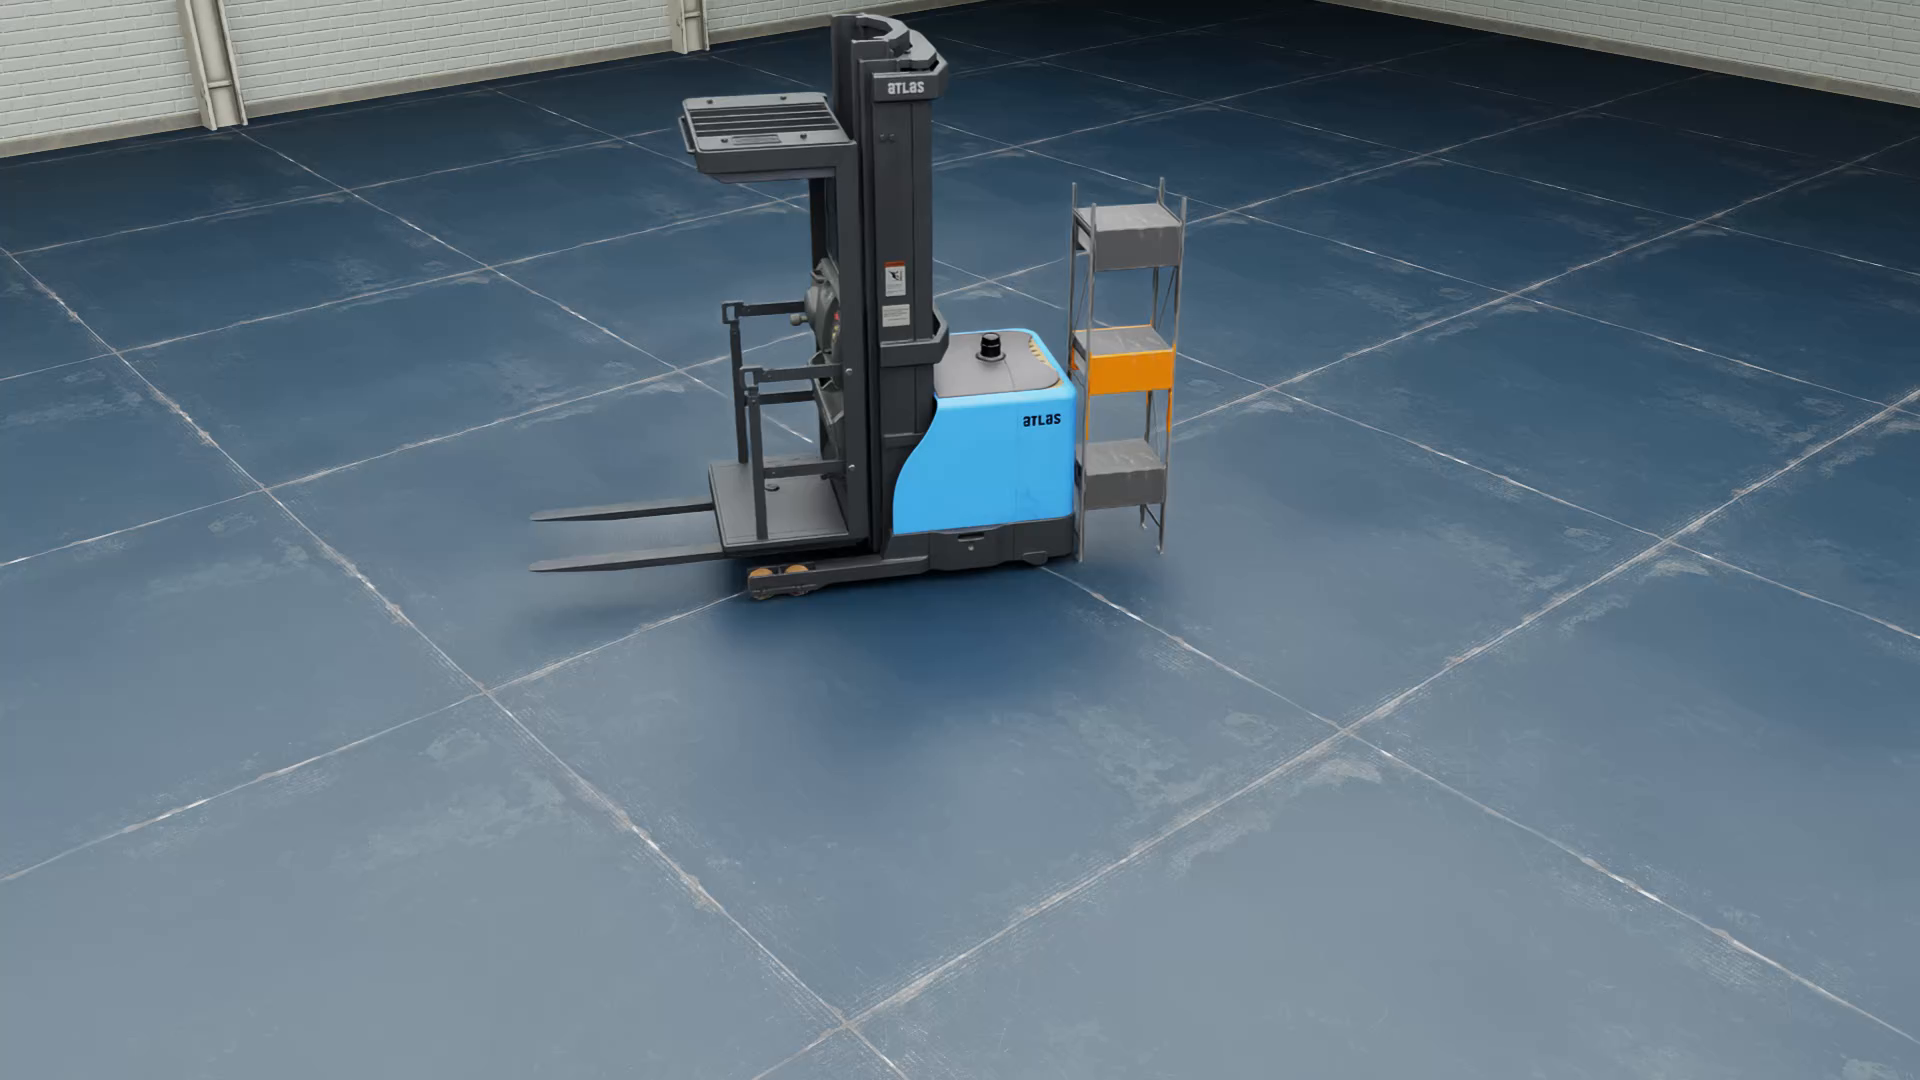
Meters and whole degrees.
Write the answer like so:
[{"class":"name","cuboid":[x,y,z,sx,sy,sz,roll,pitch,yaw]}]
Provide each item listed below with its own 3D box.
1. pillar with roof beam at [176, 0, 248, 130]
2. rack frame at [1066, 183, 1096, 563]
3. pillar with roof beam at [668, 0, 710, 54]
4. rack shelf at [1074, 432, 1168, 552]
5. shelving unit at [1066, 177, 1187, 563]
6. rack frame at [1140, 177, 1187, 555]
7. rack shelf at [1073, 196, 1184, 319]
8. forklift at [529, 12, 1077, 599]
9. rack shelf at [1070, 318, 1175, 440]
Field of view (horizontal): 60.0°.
[{"class":"pillar with roof beam","cuboid":[-5.293,-6.997,13.295,0.400,9.000,9.100,-22,35,-35]},{"class":"rack frame","cuboid":[0.648,-0.886,9.179,0.015,2.100,0.400,-6,29,-11]},{"class":"pillar with roof beam","cuboid":[-0.728,-8.832,16.729,0.400,9.000,9.100,-22,35,-35]},{"class":"rack shelf","cuboid":[0.886,-0.280,9.561,0.480,0.518,0.431,-6,29,-11]},{"class":"shelving unit","cuboid":[0.886,-0.910,9.225,0.503,2.100,0.431,-6,29,-11]},{"class":"rack frame","cuboid":[1.125,-0.934,9.270,0.015,2.100,0.400,-6,29,-11]},{"class":"rack shelf","cuboid":[0.886,-1.515,8.901,0.480,0.518,0.431,-6,29,-11]},{"class":"forklift","cuboid":[-0.918,-1.239,8.959,3.031,2.935,1.130,-6,29,-11]},{"class":"rack shelf","cuboid":[0.886,-0.898,9.231,0.480,0.518,0.431,-6,29,-11]}]
